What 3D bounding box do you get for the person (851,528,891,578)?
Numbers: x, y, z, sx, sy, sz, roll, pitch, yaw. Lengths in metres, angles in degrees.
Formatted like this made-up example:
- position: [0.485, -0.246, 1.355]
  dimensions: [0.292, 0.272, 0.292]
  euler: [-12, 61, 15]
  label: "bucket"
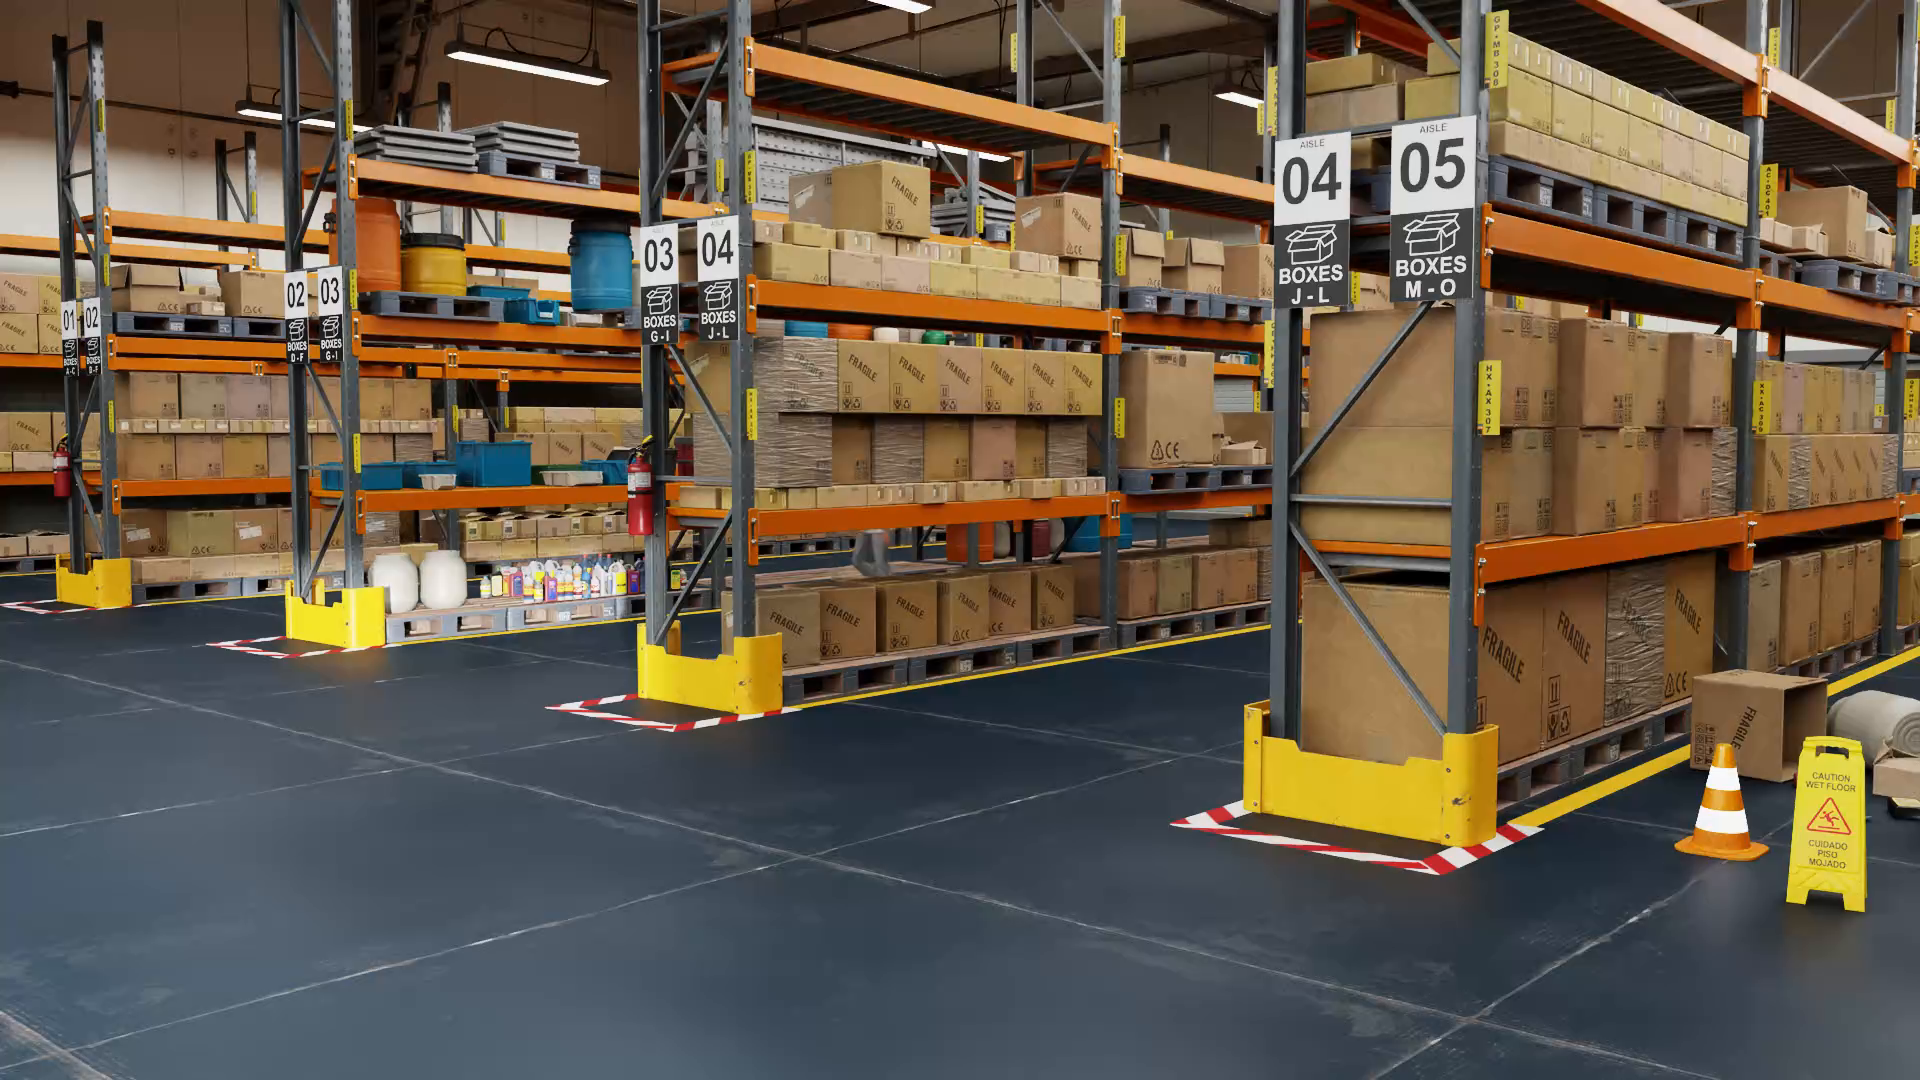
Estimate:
- position: [-0.853, -0.080, 16.715]
  dimensions: [0.409, 1.586, 0.545]
  euler: [-2, 4, -30]
  label: "person"
